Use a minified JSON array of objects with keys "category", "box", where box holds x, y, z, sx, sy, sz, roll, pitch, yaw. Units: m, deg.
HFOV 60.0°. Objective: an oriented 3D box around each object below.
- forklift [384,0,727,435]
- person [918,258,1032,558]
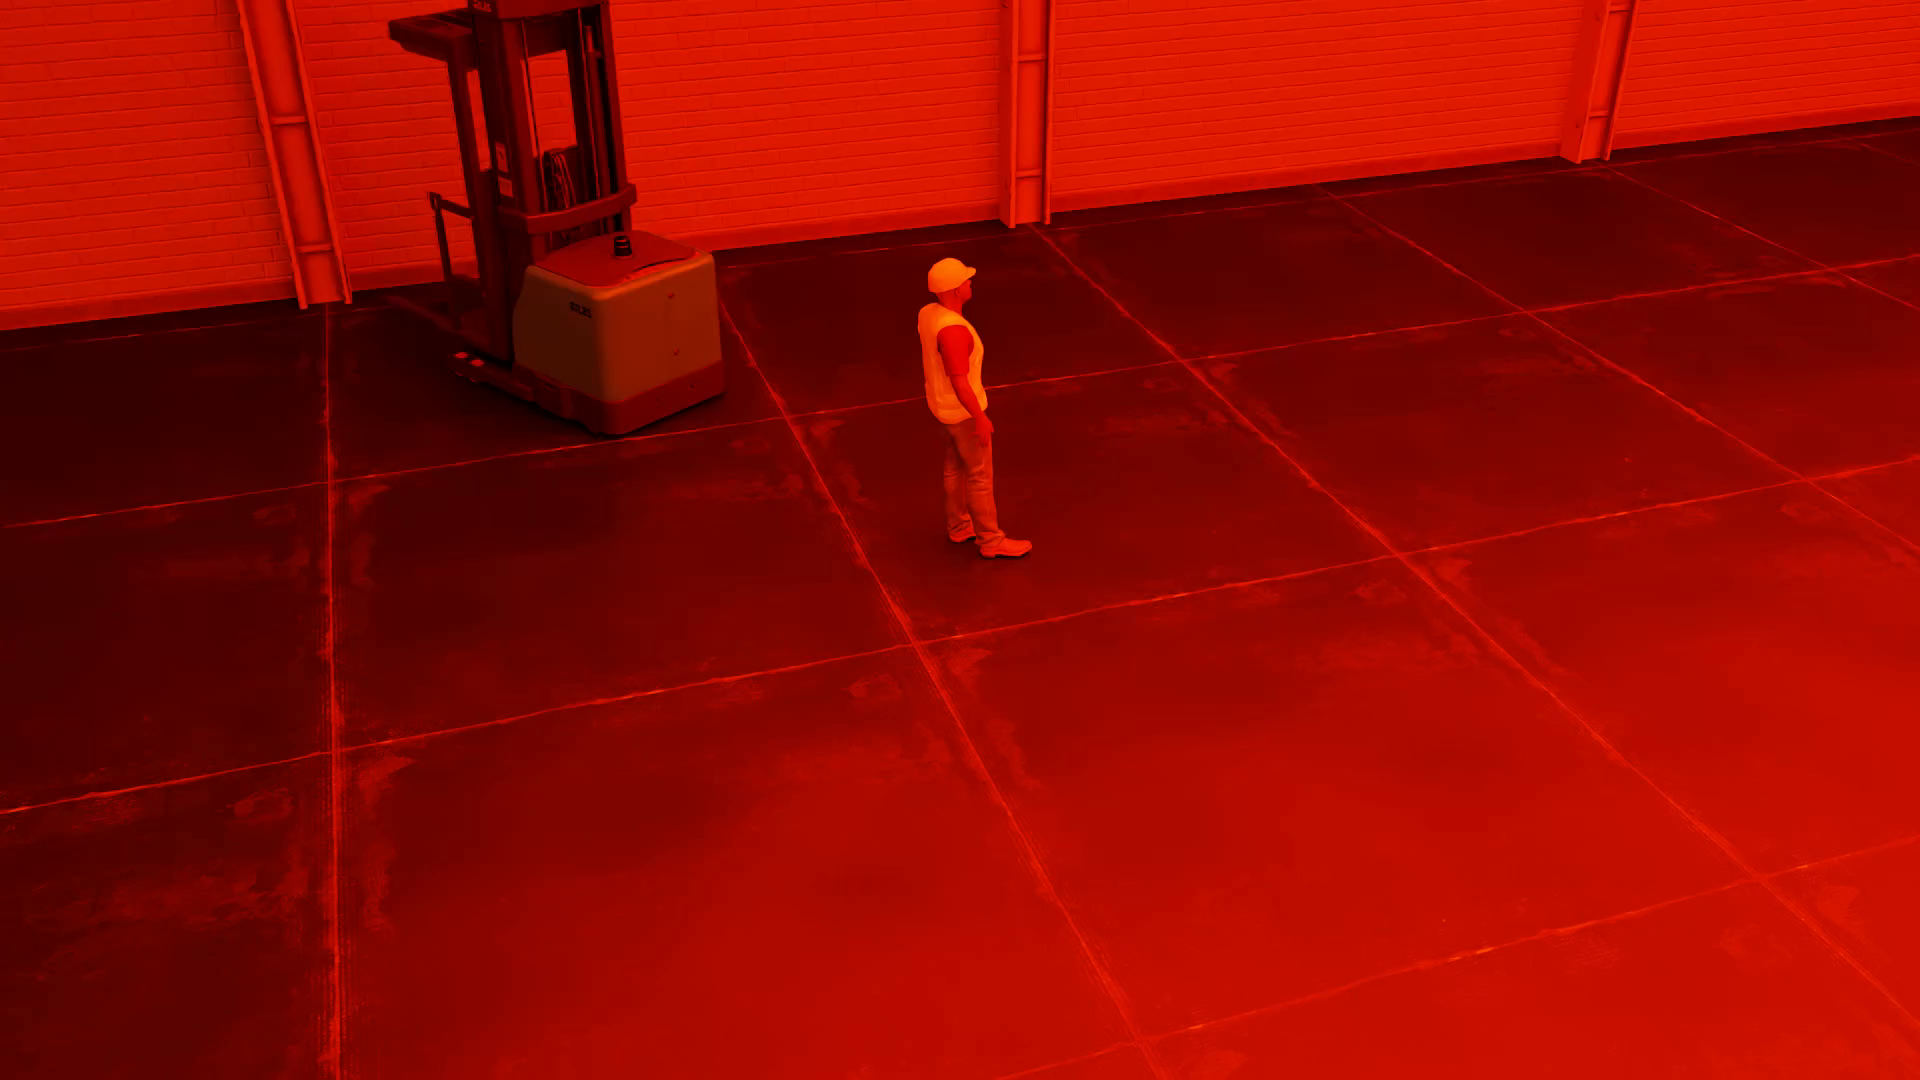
[{"category":"forklift","box":[-3.091,-2.579,11.570,3.031,2.935,1.130,23,37,35]},{"category":"person","box":[0.068,-0.780,9.597,0.575,1.768,0.666,-10,31,-16]}]
